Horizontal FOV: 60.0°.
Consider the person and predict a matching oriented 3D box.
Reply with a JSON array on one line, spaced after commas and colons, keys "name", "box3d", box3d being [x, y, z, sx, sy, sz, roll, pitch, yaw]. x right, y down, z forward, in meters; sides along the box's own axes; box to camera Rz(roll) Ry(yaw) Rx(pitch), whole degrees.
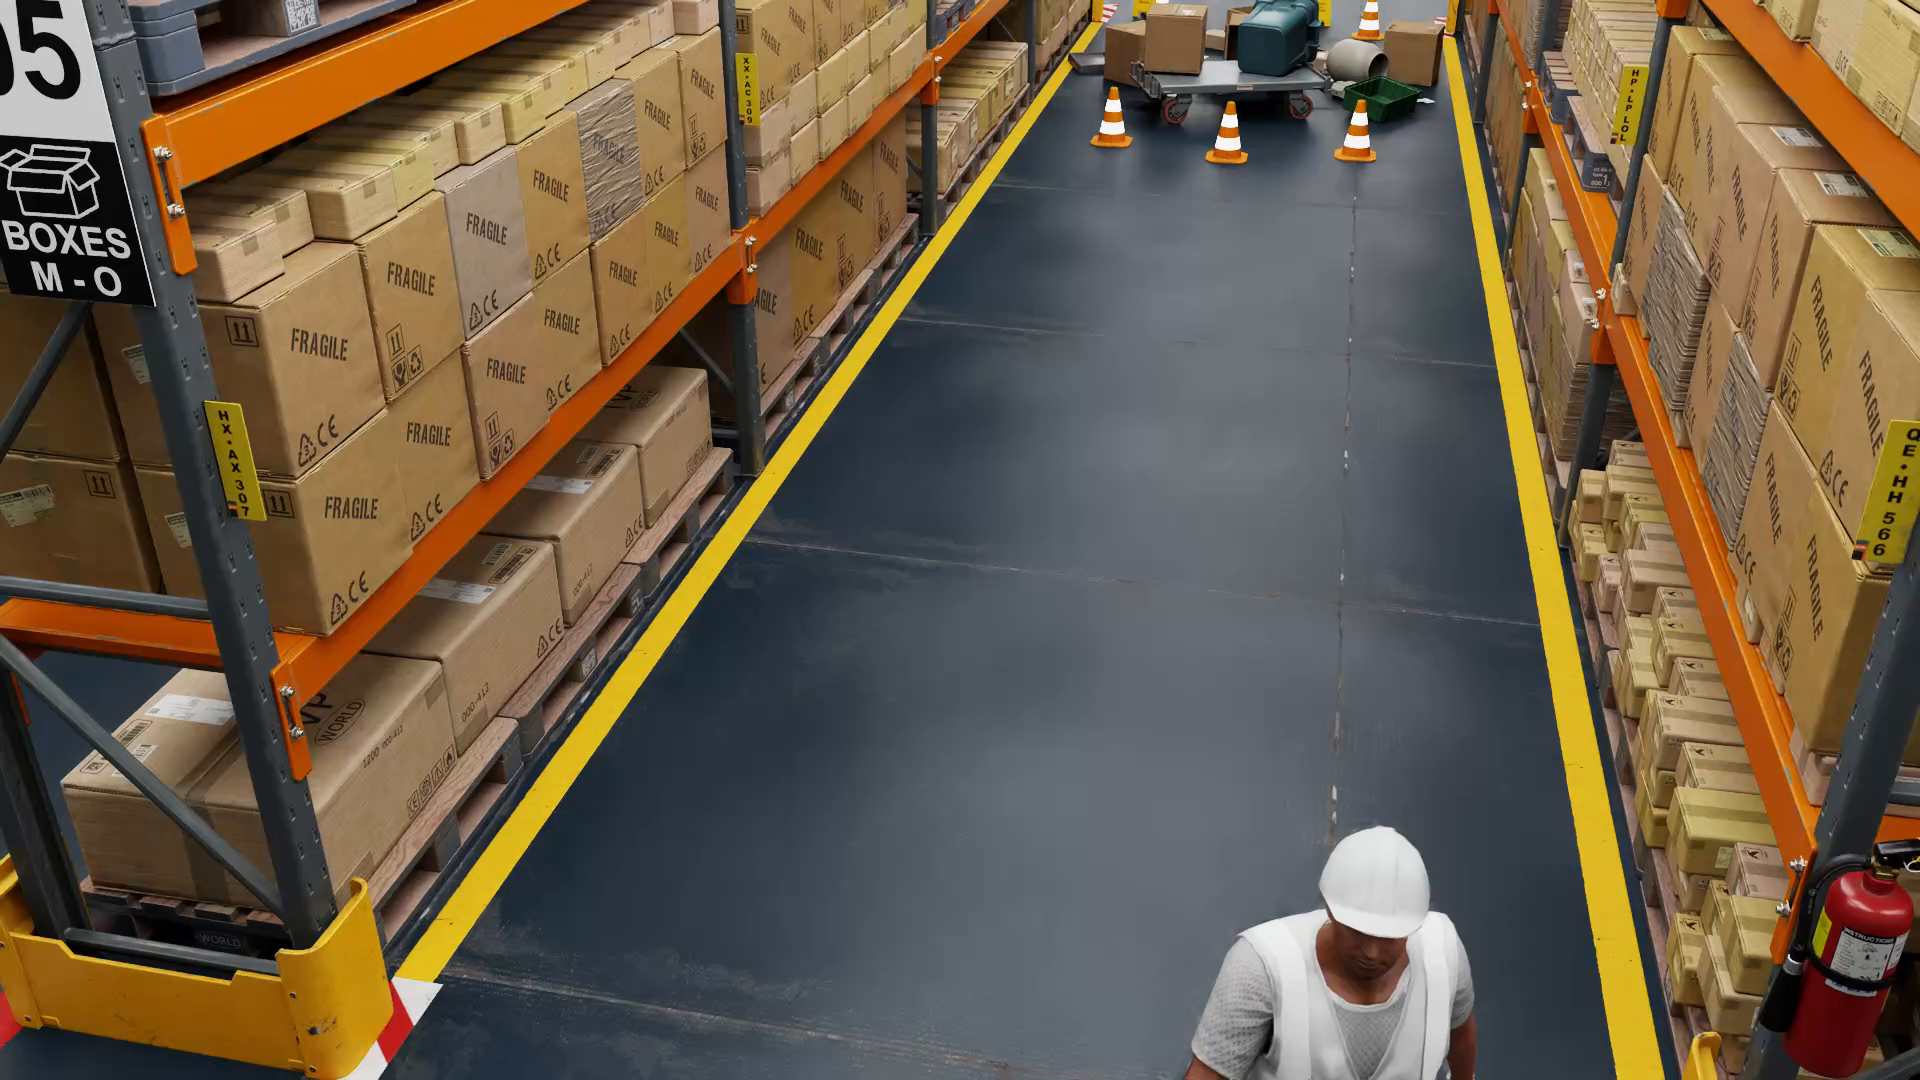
[{"name": "person", "box3d": [0.828, 1.374, 3.609, 0.763, 1.782, 0.887, -2, 29, -4]}]
